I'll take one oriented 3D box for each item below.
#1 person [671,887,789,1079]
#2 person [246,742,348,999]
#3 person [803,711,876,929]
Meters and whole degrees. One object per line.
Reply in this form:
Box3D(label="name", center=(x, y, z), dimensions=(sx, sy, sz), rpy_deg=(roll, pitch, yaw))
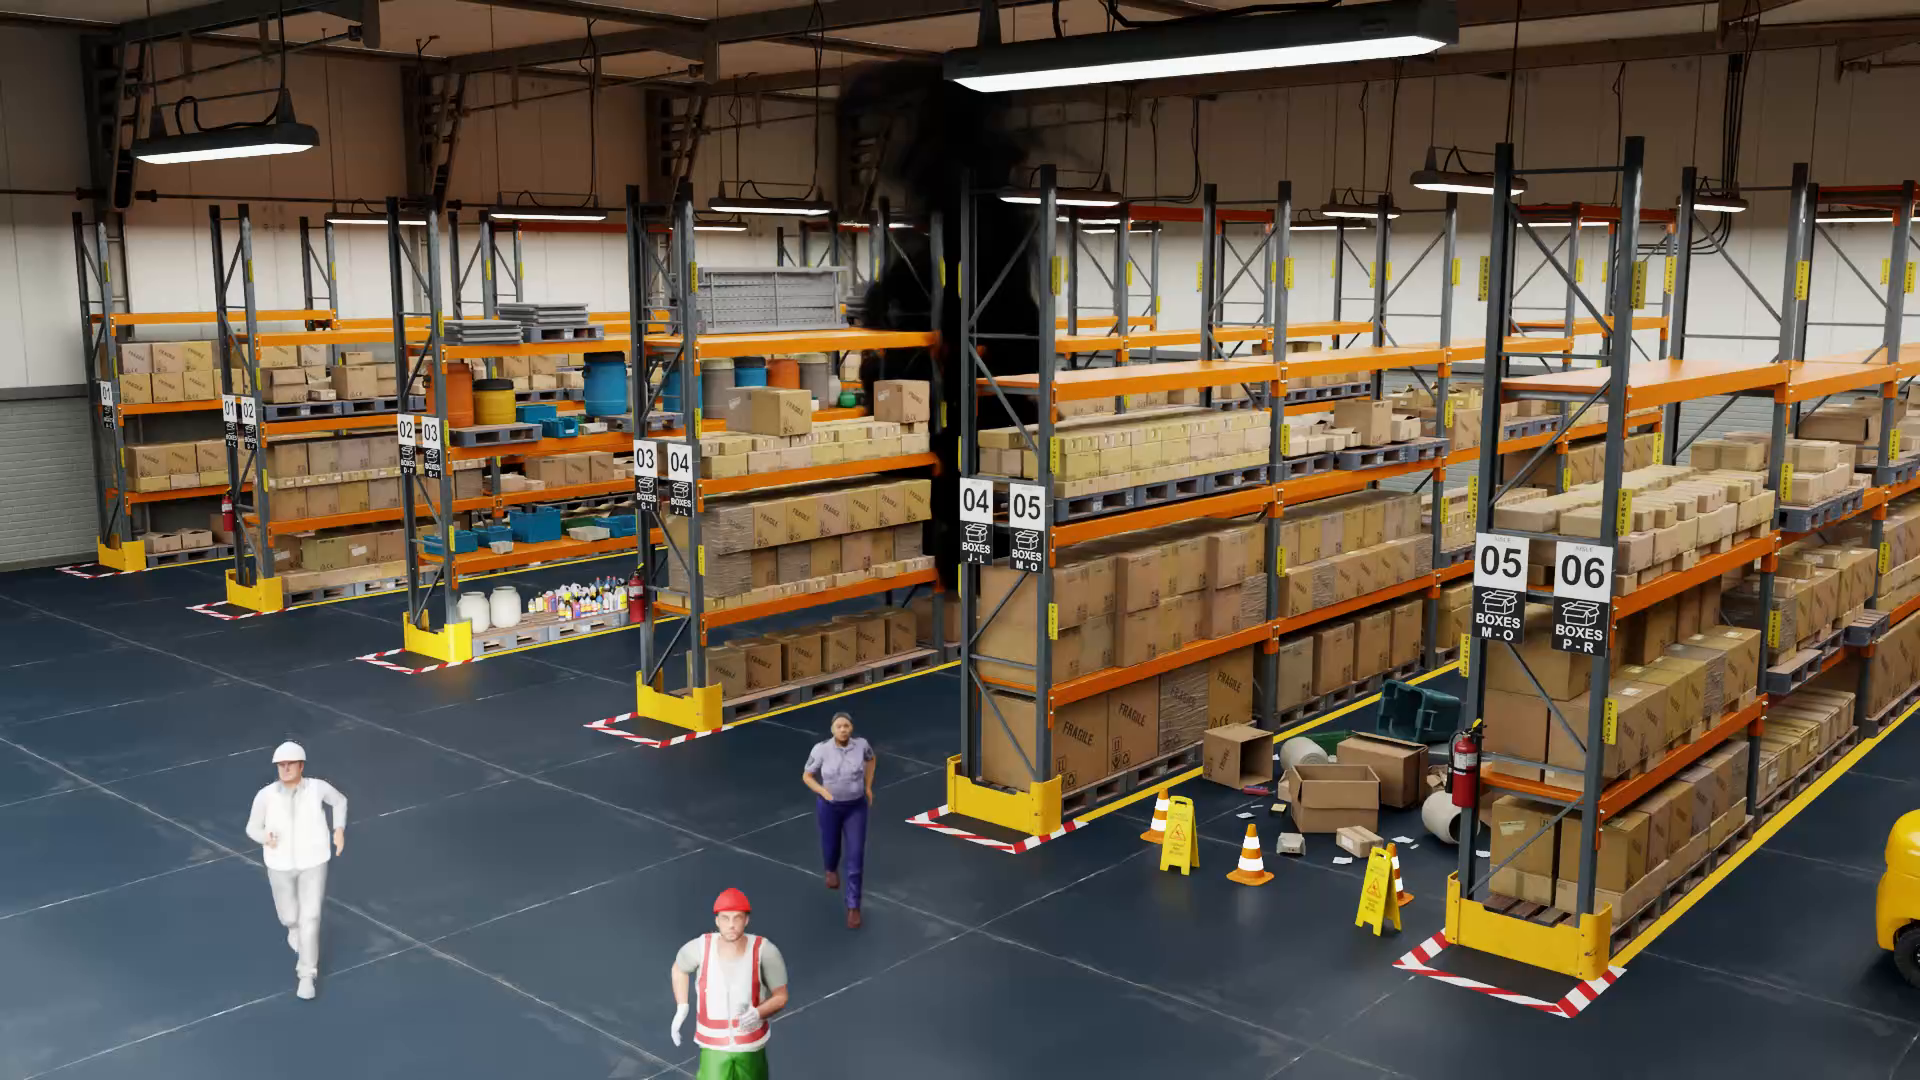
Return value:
Box3D(label="person", center=(-1.256, 2.796, 9.126), dimensions=(0.641, 1.817, 0.735), rpy_deg=(-2, 10, -10))
Box3D(label="person", center=(-4.761, 2.308, 11.955), dimensions=(0.673, 1.719, 1.079), rpy_deg=(-3, 10, -15))
Box3D(label="person", center=(-0.950, 2.171, 13.304), dimensions=(0.605, 1.634, 0.941), rpy_deg=(-2, 10, -9))
